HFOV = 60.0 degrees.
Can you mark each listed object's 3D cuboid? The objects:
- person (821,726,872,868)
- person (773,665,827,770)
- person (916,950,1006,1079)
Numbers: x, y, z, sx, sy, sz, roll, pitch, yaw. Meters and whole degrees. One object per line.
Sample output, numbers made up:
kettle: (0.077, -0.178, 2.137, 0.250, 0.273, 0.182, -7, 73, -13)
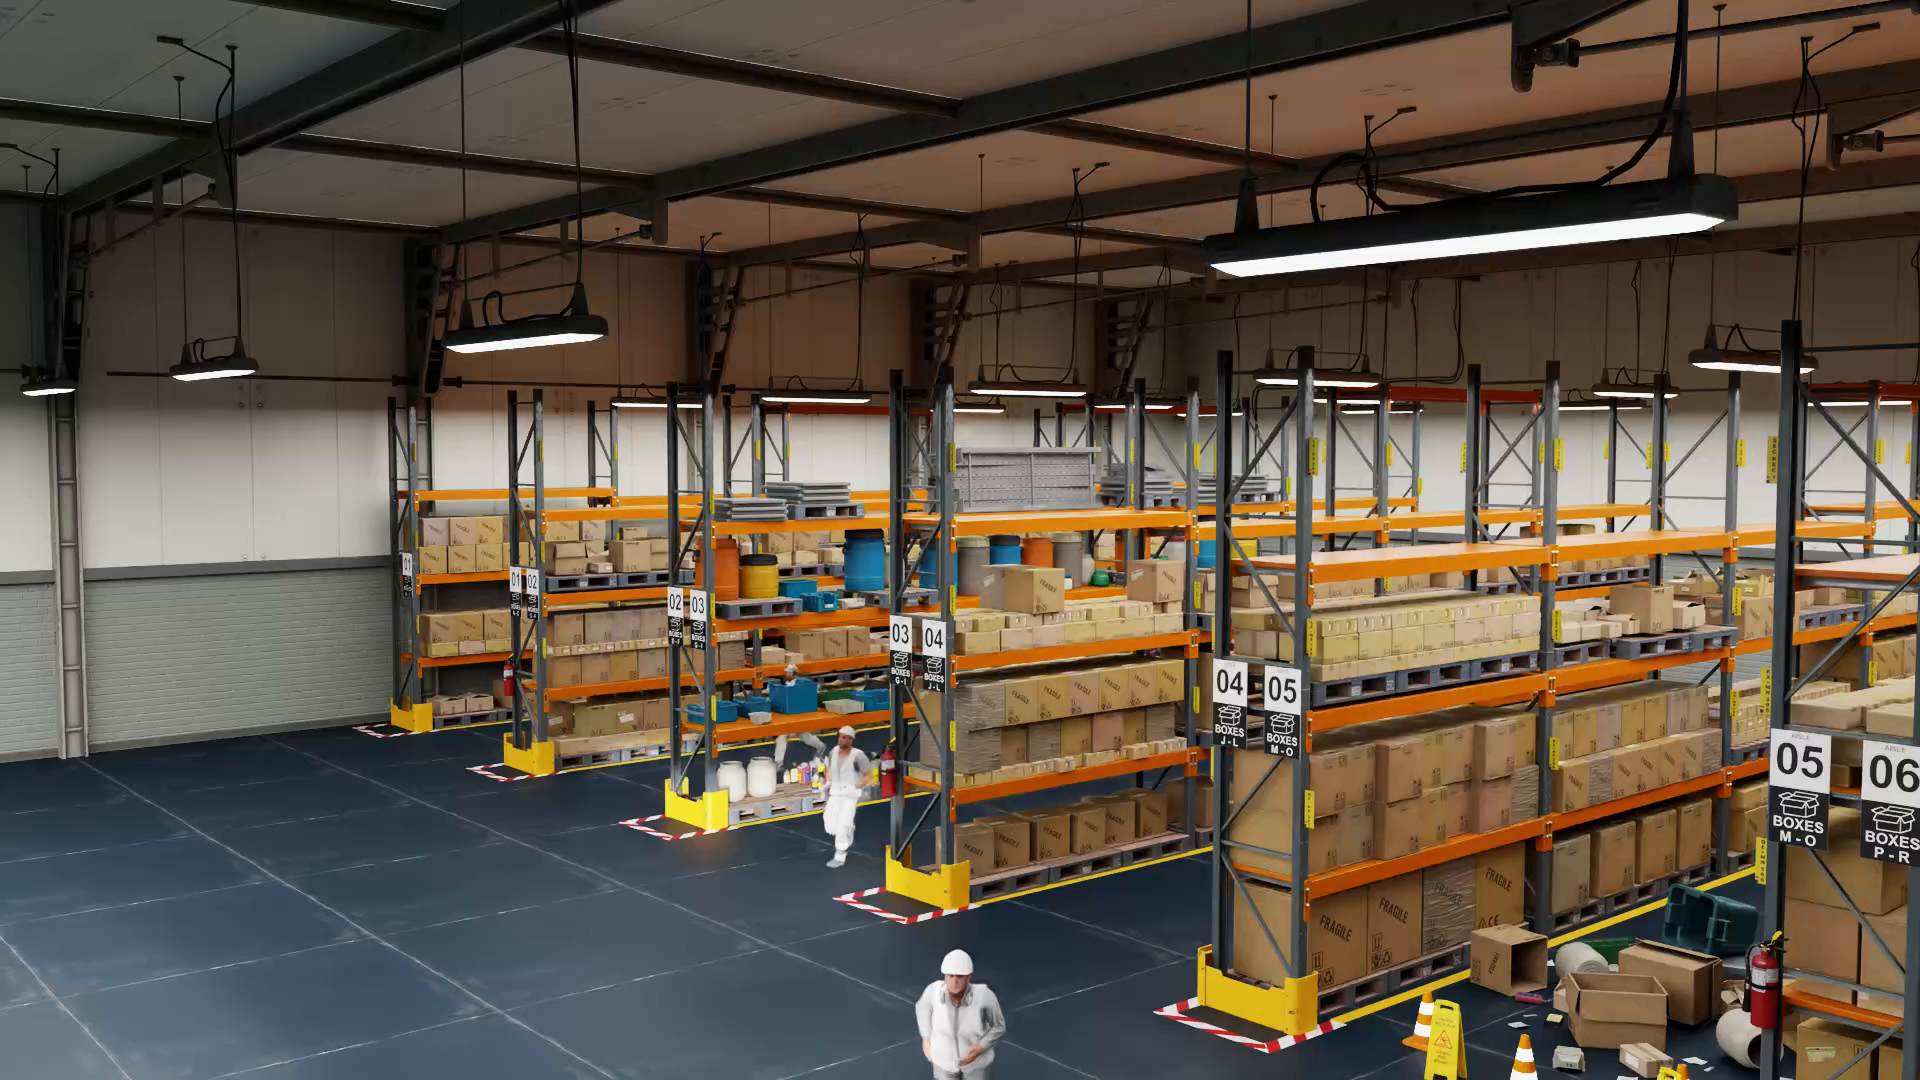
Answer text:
person: (-1.372, 3.122, 20.362, 0.669, 1.726, 0.603, 1, 4, 24)
person: (-2.563, 2.819, 26.369, 0.562, 1.711, 1.029, 3, 5, 43)
person: (0.004, 3.651, 11.631, 0.650, 1.707, 0.752, 0, 3, 5)
